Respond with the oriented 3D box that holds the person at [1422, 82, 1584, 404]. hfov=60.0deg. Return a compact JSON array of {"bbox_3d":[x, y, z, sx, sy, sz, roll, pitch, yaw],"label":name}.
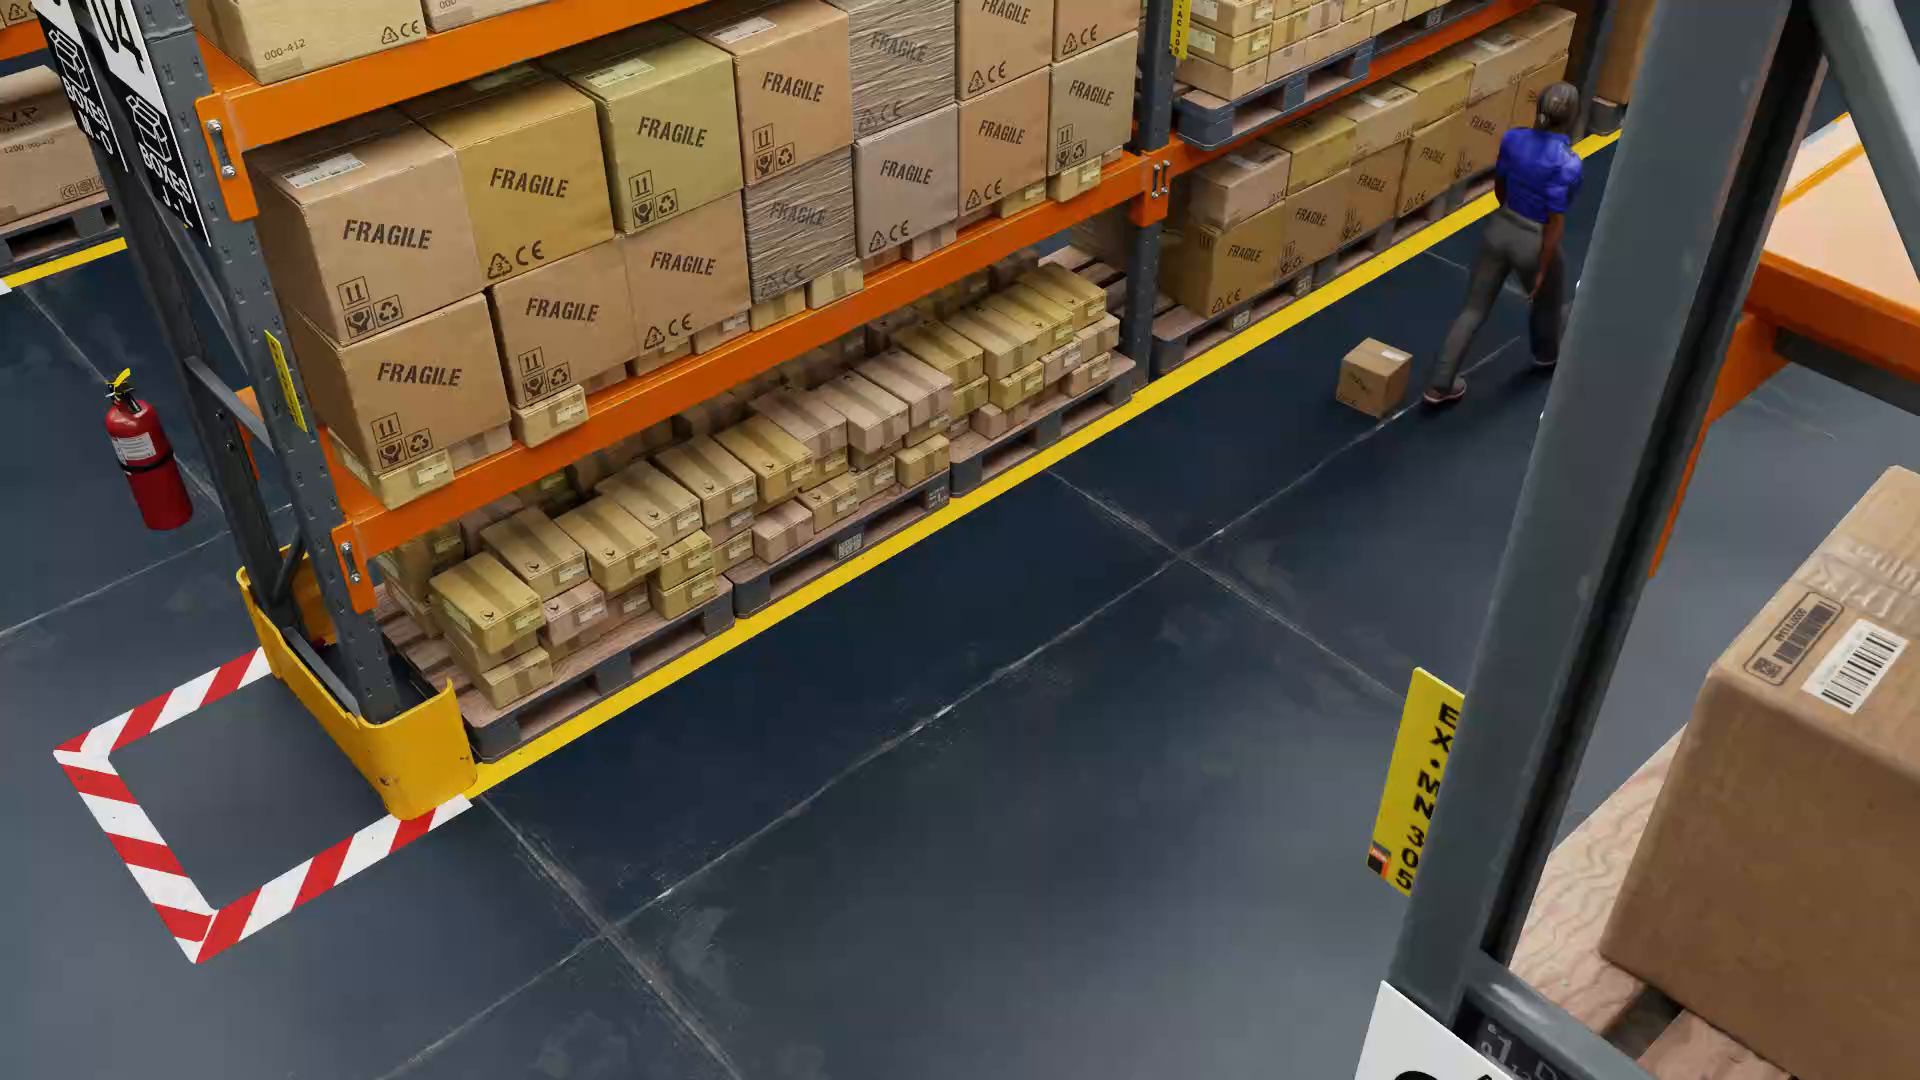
[{"bbox_3d":[2.690,-1.442,7.854,1.008,1.590,0.466,-30,49,-31],"label":"person"}]
